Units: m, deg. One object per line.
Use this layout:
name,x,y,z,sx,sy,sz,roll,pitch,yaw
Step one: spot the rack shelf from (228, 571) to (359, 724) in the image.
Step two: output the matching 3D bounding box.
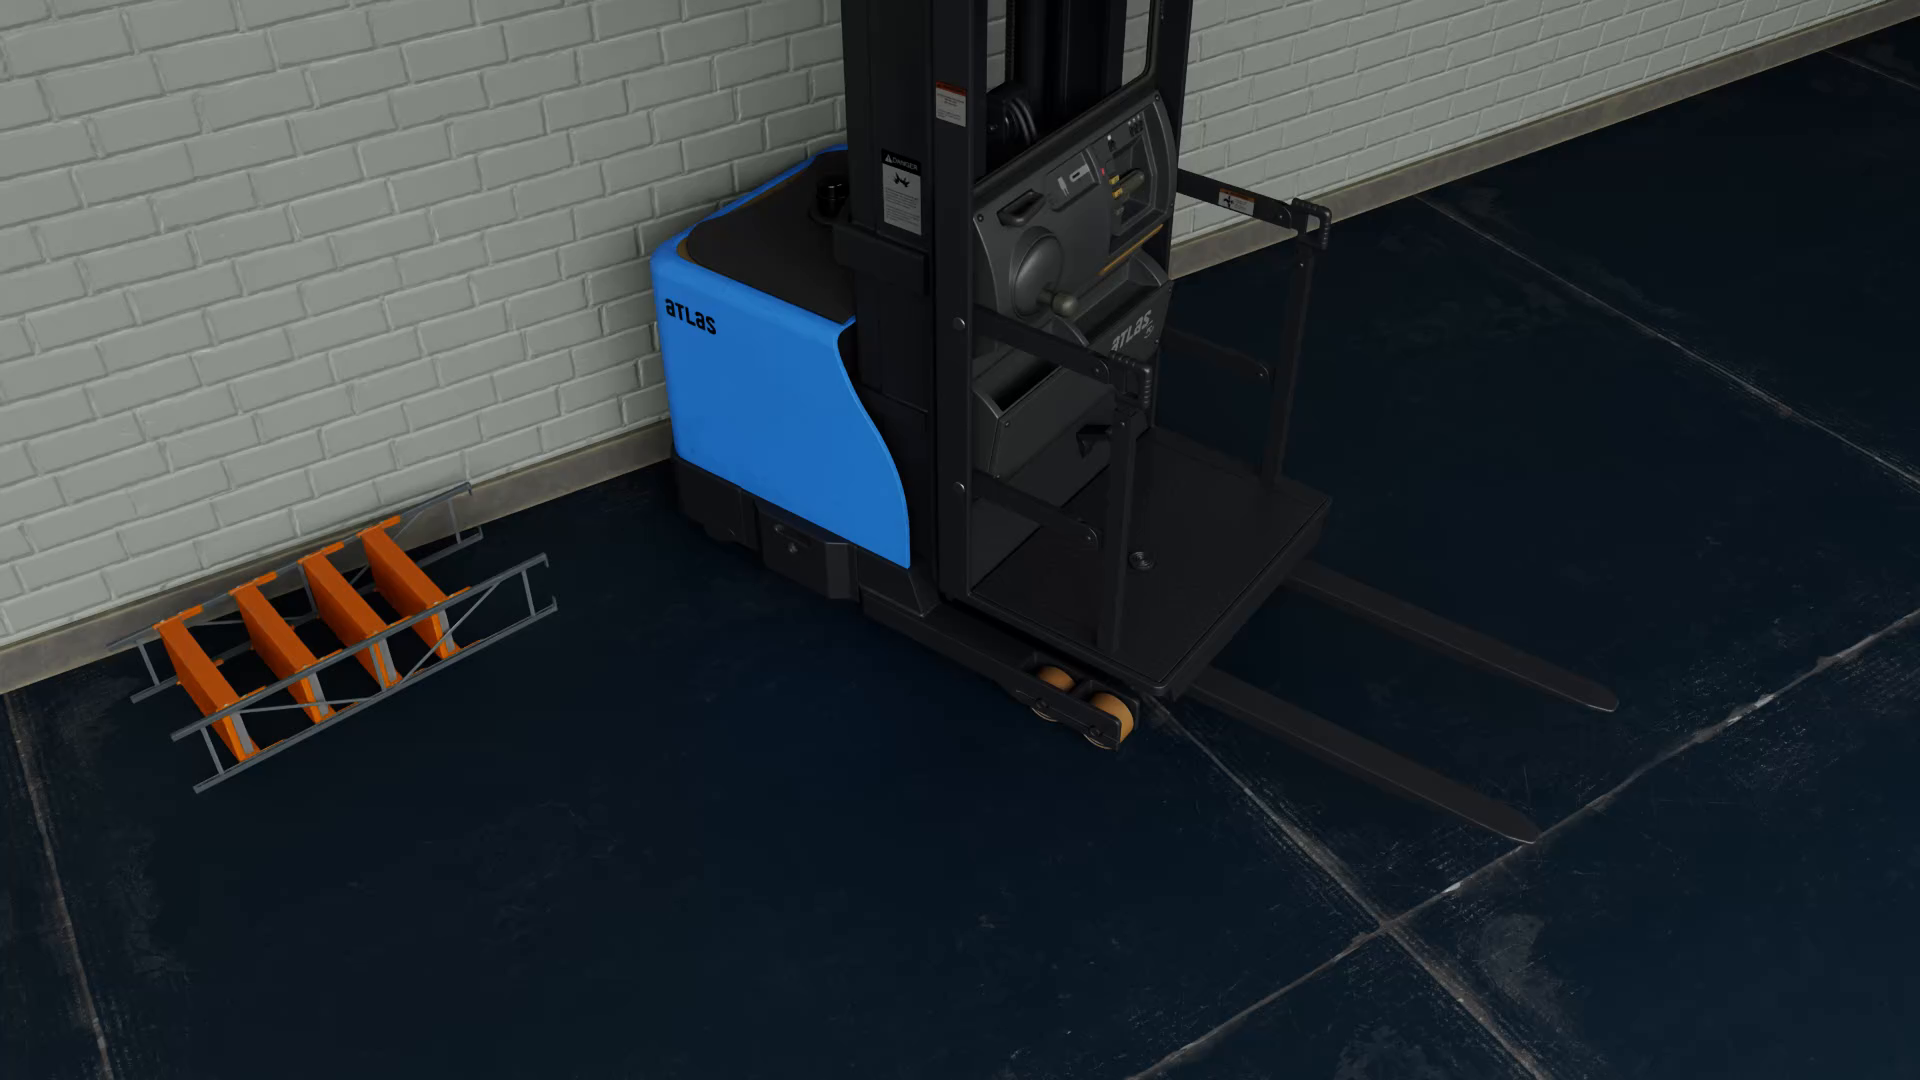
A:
rack shelf,-2.047,0.337,5.116,0.148,0.258,0.480,-29,48,-31

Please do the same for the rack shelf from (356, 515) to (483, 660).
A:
rack shelf,-1.731,0.158,5.331,0.148,0.258,0.480,-29,48,-31

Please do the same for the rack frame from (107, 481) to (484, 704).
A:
rack frame,-2.092,0.153,5.336,1.200,0.240,0.015,-29,48,-31

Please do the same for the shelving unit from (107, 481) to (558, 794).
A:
shelving unit,-1.930,0.270,5.196,1.200,0.258,0.503,-29,48,-31

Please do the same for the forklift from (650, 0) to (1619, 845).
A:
forklift,0.505,-0.889,4.527,3.031,2.935,1.130,25,46,27

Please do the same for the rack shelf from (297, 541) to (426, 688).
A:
rack shelf,-1.880,0.242,5.230,0.148,0.258,0.480,-29,48,-31

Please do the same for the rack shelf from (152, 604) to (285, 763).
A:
rack shelf,-2.225,0.437,4.996,0.148,0.258,0.480,-29,48,-31

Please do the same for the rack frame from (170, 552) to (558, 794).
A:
rack frame,-1.769,0.387,5.055,1.200,0.240,0.015,-29,48,-31
